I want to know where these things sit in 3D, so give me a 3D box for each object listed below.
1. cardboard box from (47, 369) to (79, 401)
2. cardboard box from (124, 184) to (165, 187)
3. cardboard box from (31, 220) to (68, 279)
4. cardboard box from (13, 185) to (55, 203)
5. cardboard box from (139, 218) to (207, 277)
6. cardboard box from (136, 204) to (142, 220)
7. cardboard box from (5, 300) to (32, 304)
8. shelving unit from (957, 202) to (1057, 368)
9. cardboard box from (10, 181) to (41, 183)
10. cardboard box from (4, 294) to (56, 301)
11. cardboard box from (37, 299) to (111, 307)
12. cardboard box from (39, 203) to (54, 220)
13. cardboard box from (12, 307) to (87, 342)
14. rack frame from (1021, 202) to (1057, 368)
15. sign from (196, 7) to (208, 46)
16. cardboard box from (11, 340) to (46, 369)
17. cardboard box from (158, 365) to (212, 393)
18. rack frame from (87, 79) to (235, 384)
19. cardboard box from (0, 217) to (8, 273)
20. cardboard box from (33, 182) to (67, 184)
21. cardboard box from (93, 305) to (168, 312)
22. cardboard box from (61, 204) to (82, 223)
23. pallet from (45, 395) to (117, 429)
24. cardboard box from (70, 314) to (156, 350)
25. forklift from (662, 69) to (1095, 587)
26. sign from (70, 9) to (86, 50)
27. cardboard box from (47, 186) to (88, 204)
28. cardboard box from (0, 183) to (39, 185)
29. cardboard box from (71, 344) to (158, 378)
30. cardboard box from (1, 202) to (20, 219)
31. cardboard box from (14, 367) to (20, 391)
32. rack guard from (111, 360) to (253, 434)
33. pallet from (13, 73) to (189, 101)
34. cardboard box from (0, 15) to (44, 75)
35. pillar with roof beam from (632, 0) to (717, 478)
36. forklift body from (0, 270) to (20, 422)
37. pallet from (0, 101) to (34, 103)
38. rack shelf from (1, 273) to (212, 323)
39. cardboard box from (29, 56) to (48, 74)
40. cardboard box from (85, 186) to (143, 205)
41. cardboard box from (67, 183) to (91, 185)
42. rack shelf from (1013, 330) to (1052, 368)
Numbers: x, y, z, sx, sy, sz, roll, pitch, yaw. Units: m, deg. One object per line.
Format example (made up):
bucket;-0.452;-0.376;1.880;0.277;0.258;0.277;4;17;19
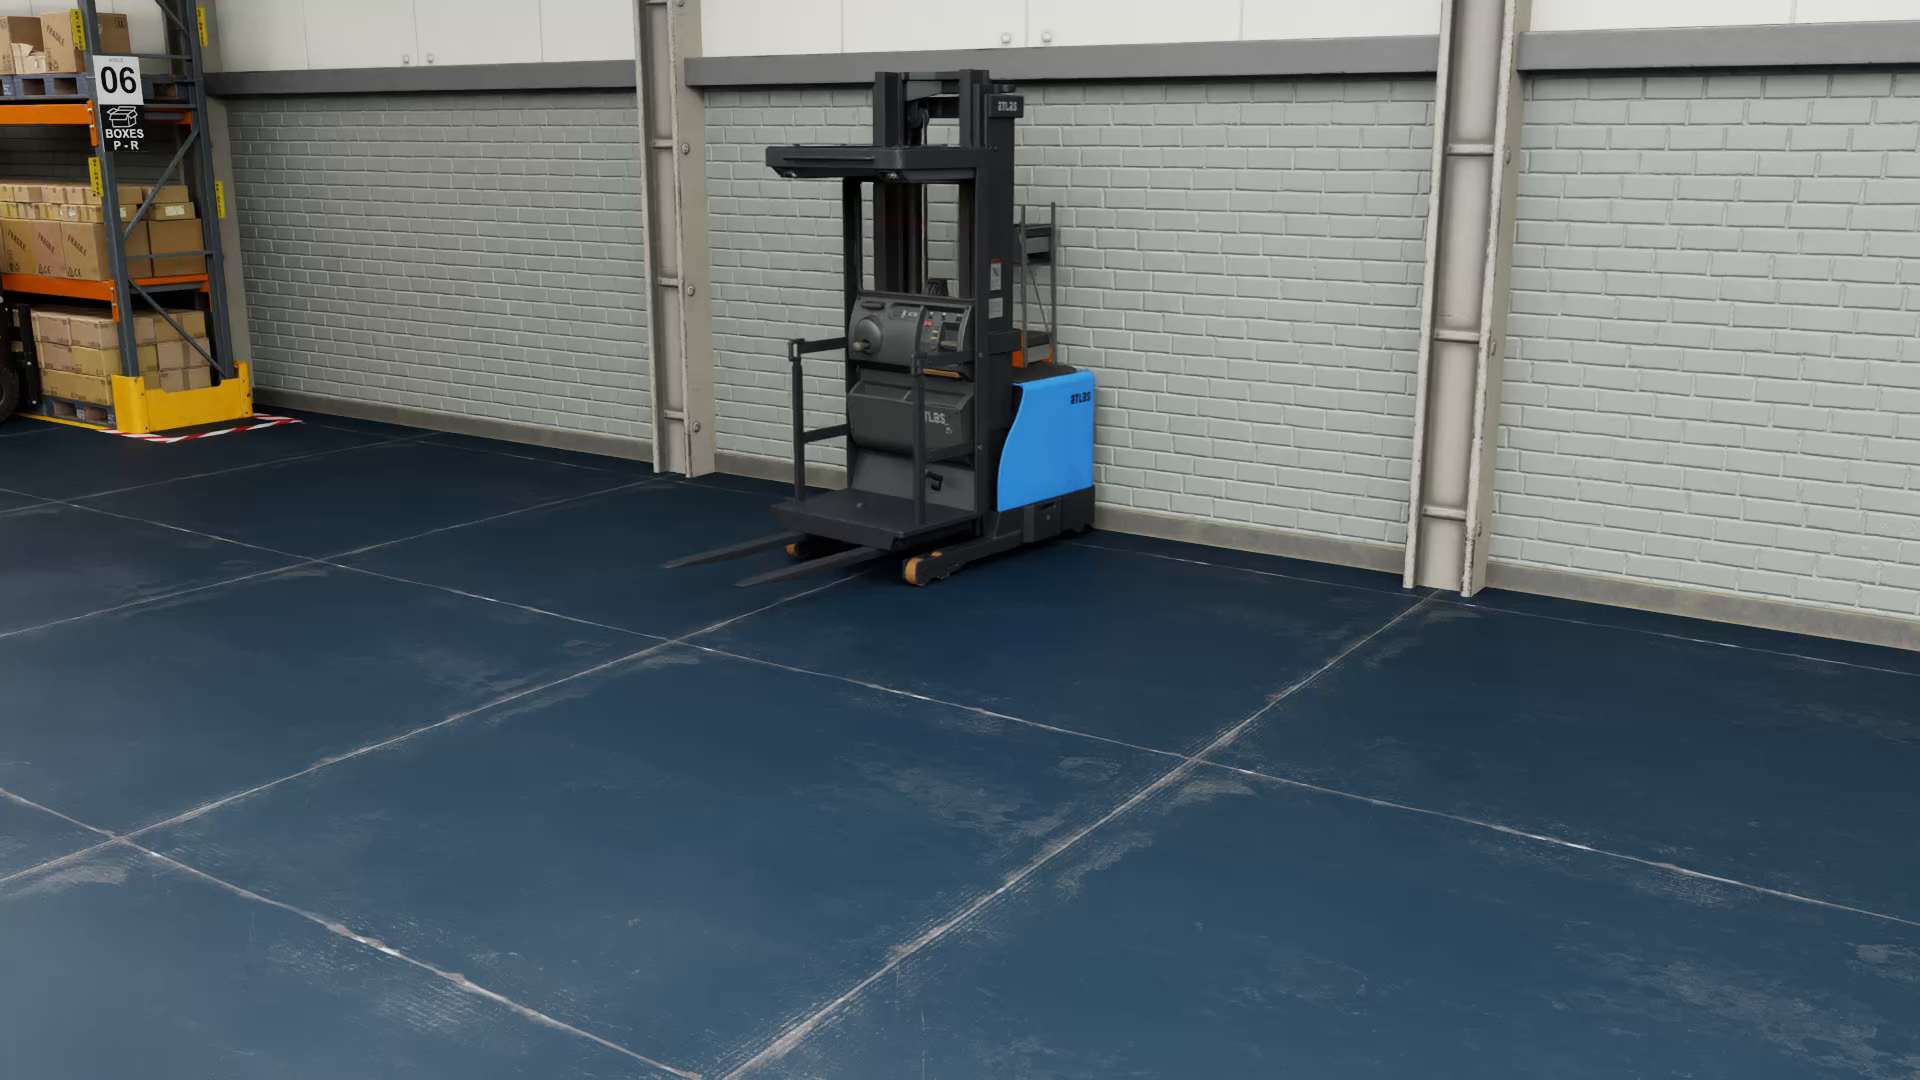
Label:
cardboard box;-8.020;-1.460;15.328;0.500;0.250;0.500;9;17;33
cardboard box;-7.392;-3.166;15.194;0.250;0.149;0.380;10;17;35
cardboard box;-8.027;-2.656;15.103;0.500;0.500;0.500;10;17;35
cardboard box;-8.359;-3.154;15.145;0.250;0.149;0.380;10;17;34
cardboard box;-7.303;-2.693;15.251;0.500;0.500;0.500;10;17;35
cardboard box;-7.424;-3.004;15.156;0.250;0.149;0.380;9;17;33
cardboard box;-9.302;-2.151;16.038;0.500;0.250;0.500;10;17;35
shelving unit;0.321;-1.160;11.011;0.503;2.100;0.431;8;16;34
cardboard box;-9.074;-3.450;16.339;0.250;0.149;0.380;9;16;32
cardboard box;-9.421;-2.321;16.725;0.500;0.250;0.500;9;16;32
cardboard box;-8.587;-2.185;16.174;0.500;0.250;0.500;9;16;32
cardboard box;-8.100;-2.987;15.091;0.250;0.149;0.380;9;17;32
cardboard box;-8.454;-2.010;15.466;0.500;0.250;0.500;9;17;34
rack frame;0.522;-1.132;10.876;0.015;2.100;0.400;8;16;34
sign;-6.732;-4.551;14.740;0.005;0.325;0.100;9;17;33
cardboard box;-8.476;-1.772;15.546;0.500;0.250;0.500;9;16;32
cardboard box;-7.345;-1.497;15.475;0.500;0.250;0.500;9;17;33
rack frame;-7.047;-2.523;14.771;0.127;3.000;1.000;9;17;33
cardboard box;-8.876;-2.790;15.643;0.500;0.500;0.500;9;17;33
cardboard box;-8.695;-3.366;16.001;0.250;0.149;0.380;10;17;34
cardboard box;-7.757;-2.046;15.611;0.500;0.250;0.500;9;17;33
cardboard box;-7.720;-2.905;14.758;0.250;0.149;0.380;9;17;34
pallet;-7.705;-1.263;15.487;1.213;0.211;1.003;9;17;33
cardboard box;-7.603;-1.877;14.929;0.500;0.250;0.500;10;17;35
forklift;-0.443;-1.289;9.929;1.130;2.935;3.031;11;18;39
sign;-7.361;-4.264;13.884;0.005;0.325;0.100;9;17;33
cardboard box;-7.916;-3.093;14.898;0.250;0.149;0.380;10;17;34
cardboard box;-8.738;-3.241;15.496;0.250;0.149;0.380;9;17;34
cardboard box;-7.625;-1.637;15.003;0.500;0.250;0.500;9;16;32
cardboard box;-8.569;-3.044;15.318;0.250;0.149;0.380;9;17;33
cardboard box;-8.874;-1.594;15.870;0.500;0.250;0.500;10;17;35
rack guard;-7.027;-1.306;15.058;0.348;0.500;1.175;9;17;33
pallet;-7.619;-4.036;14.825;1.213;0.211;1.003;9;17;33
cardboard box;-8.344;-4.448;15.015;0.500;0.500;0.700;9;17;33
pillar with roof beam;-4.546;-4.045;8.435;0.400;9.000;9.100;9;17;33
forklift body;-9.639;-2.001;14.431;1.214;2.155;2.313;9;17;33
pallet;-9.644;-4.363;16.147;1.213;0.211;1.003;9;17;33
rack shelf;-8.706;-2.442;15.941;4.000;0.370;1.077;9;17;33
cardboard box;-7.904;-4.160;14.583;0.250;0.149;0.380;9;16;31
cardboard box;-7.462;-3.036;14.670;0.250;0.149;0.380;9;17;33
cardboard box;-8.224;-3.314;15.790;0.250;0.149;0.380;9;16;31
rack shelf;0.321;-1.147;11.014;0.480;0.518;0.431;8;16;34
